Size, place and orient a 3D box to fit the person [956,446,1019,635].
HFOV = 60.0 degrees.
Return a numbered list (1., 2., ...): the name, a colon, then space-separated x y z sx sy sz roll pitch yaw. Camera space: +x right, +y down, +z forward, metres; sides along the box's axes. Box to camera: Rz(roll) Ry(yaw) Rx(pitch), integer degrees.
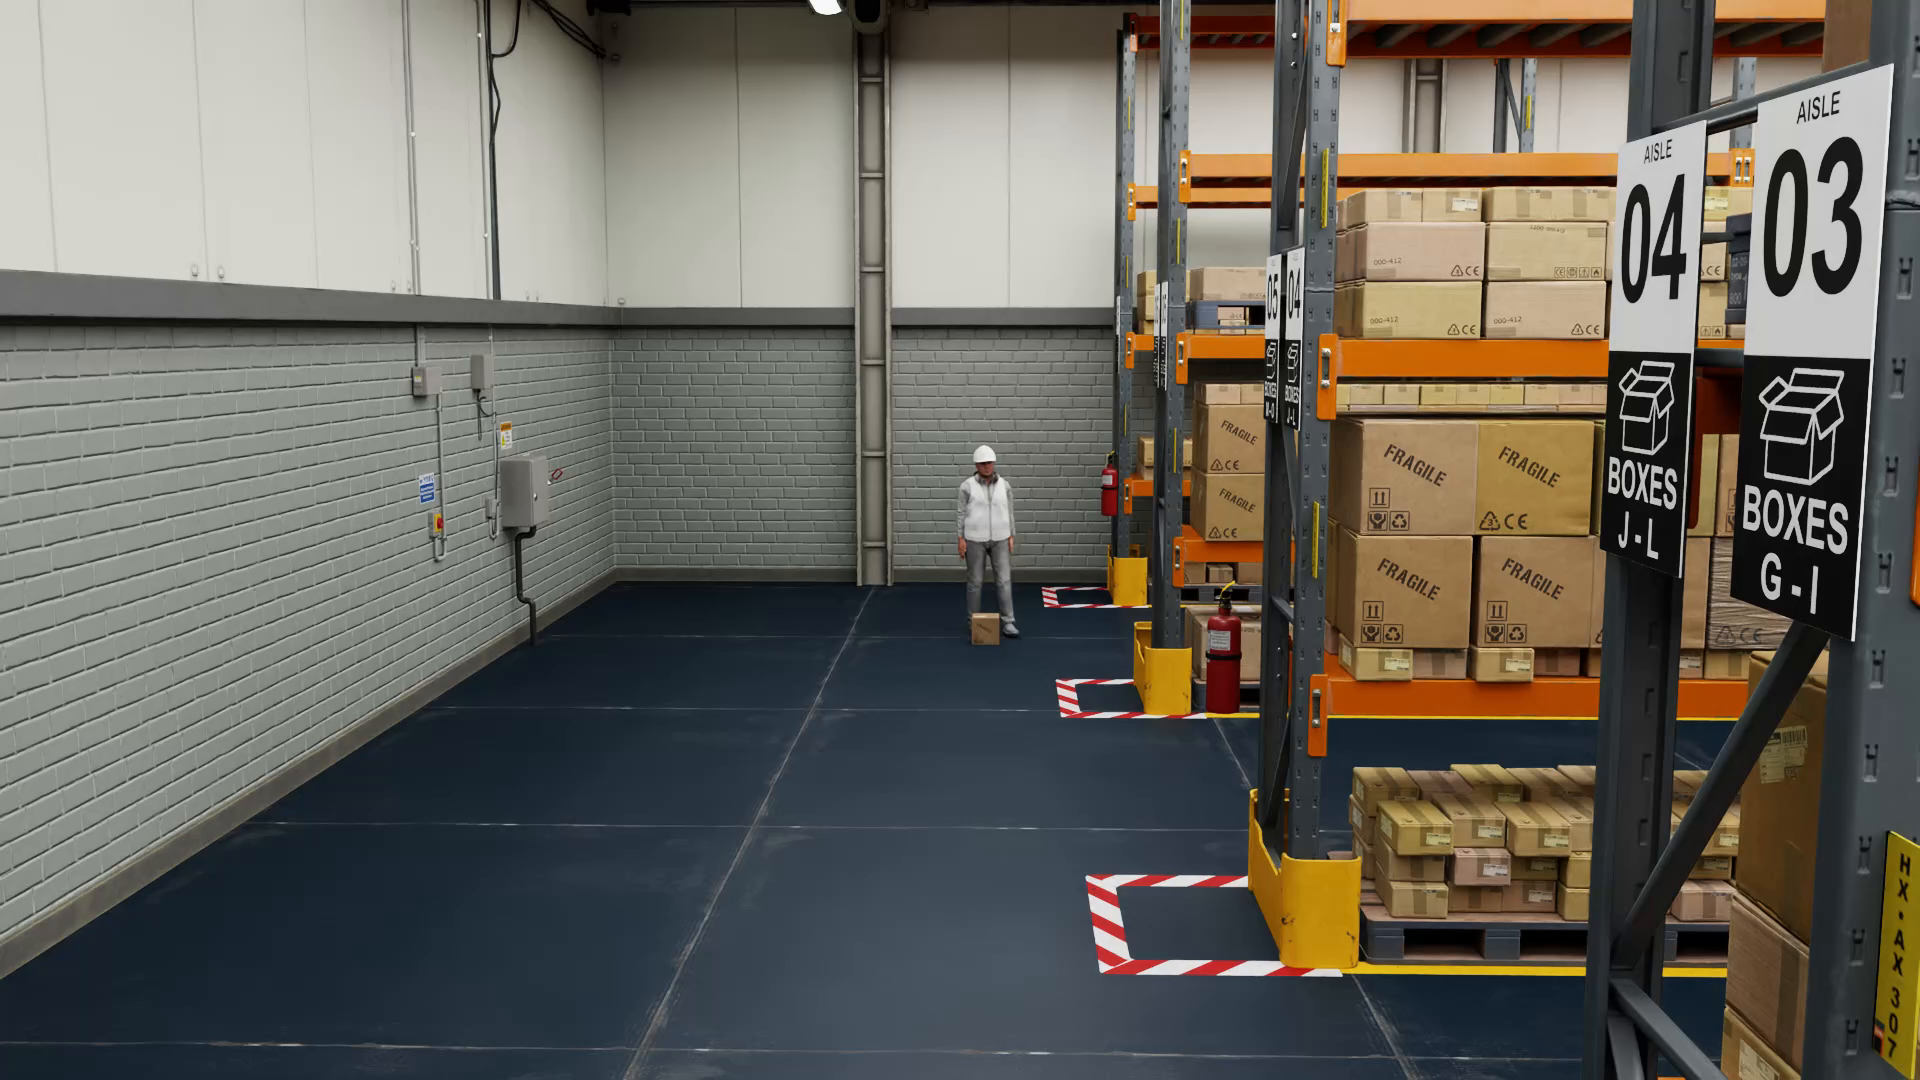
1. person: 0.274 0.008 15.562 0.565 1.774 0.590 -1 7 -11
